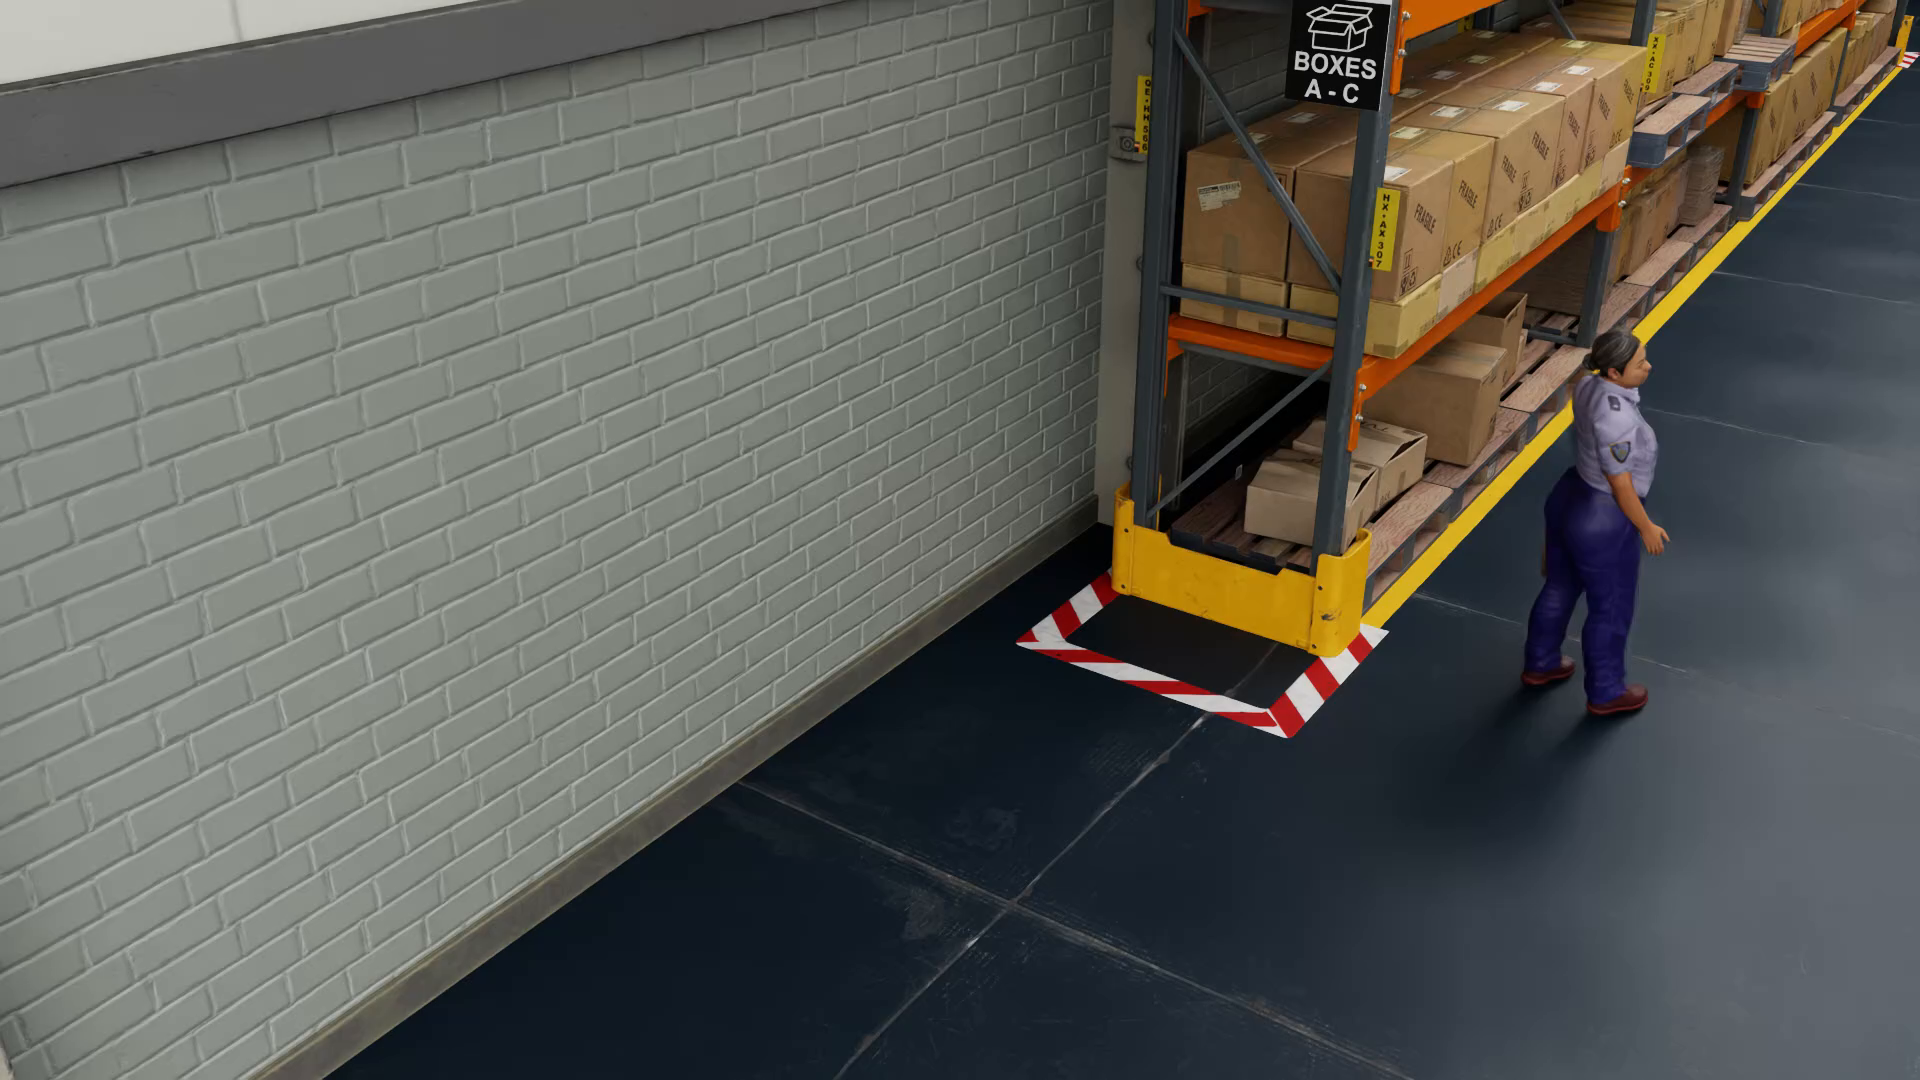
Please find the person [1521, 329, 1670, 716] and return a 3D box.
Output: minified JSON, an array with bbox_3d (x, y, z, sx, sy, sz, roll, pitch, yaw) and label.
[{"bbox_3d":[2.653,-0.080,6.767,0.505,1.641,0.493,-1,27,-3],"label":"person"}]
